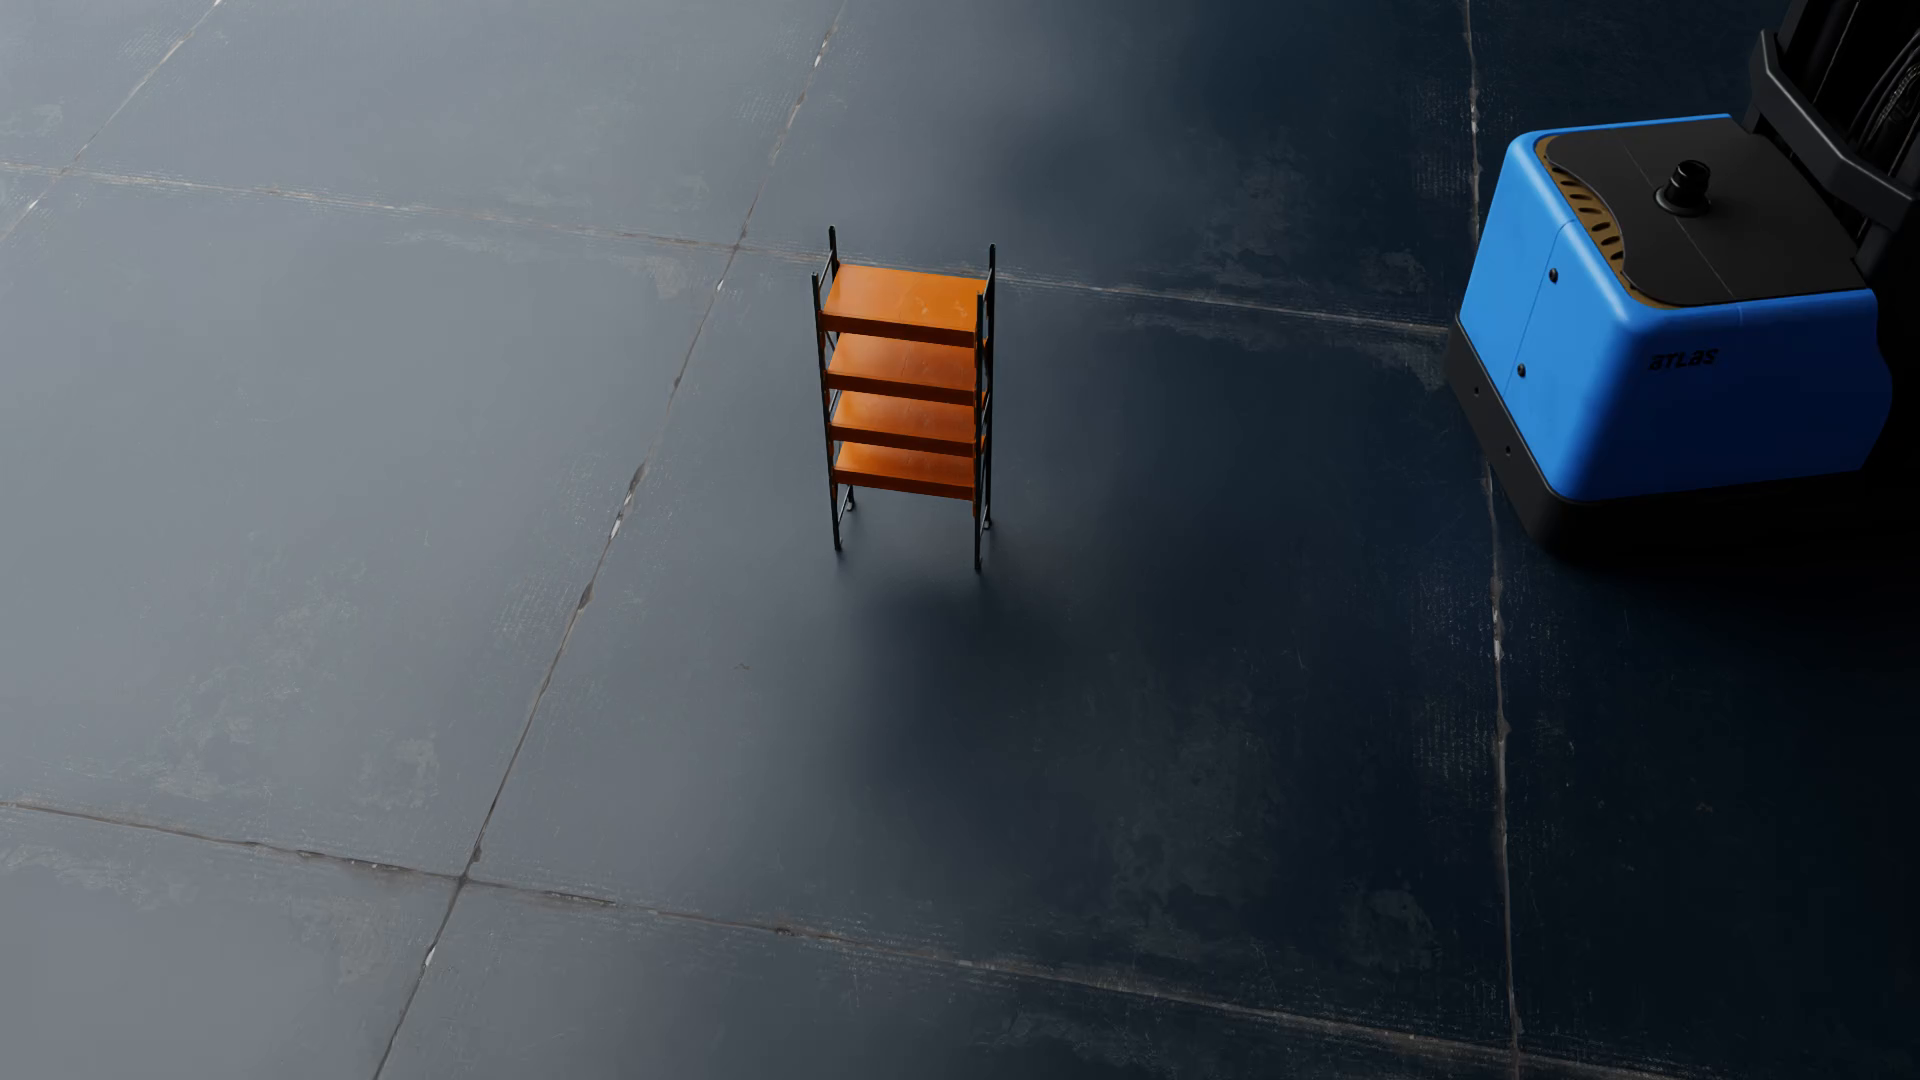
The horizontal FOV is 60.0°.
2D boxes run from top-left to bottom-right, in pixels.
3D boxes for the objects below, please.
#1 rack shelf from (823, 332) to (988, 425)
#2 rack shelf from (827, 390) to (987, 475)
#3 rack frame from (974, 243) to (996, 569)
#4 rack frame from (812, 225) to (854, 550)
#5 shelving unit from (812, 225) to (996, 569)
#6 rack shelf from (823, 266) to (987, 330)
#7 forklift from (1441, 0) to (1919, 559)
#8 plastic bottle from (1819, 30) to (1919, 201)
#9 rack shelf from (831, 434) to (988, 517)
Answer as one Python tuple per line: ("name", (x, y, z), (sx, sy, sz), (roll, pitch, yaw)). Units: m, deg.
("rack shelf", (-0.163, -0.527, 5.207), (0.480, 0.148, 0.258), (8, 49, 7))
("rack shelf", (-13.717, -2.777, 6.627), (28.088, 1.490, 0.597), (8, 49, 7))
("rack frame", (0.077, -0.391, 5.294), (0.015, 1.200, 0.240), (8, 49, 7))
("rack frame", (-0.403, -0.455, 5.352), (0.015, 1.200, 0.240), (8, 49, 7))
("shelving unit", (-13.711, -2.623, 6.797), (28.100, 1.949, 0.597), (8, 49, 7))
("rack shelf", (-0.163, -0.712, 5.002), (0.457, 0.050, 0.221), (8, 49, 7))
("forklift", (2.828, -1.348, 5.033), (1.939, 2.867, 1.129), (-7, 48, -6))
("plastic bottle", (-17.056, -5.154, 8.925), (41.505, 1.202, 3.656), (8, 49, 7))
("rack shelf", (-0.163, -0.245, 5.521), (0.480, 0.148, 0.258), (8, 49, 7))
